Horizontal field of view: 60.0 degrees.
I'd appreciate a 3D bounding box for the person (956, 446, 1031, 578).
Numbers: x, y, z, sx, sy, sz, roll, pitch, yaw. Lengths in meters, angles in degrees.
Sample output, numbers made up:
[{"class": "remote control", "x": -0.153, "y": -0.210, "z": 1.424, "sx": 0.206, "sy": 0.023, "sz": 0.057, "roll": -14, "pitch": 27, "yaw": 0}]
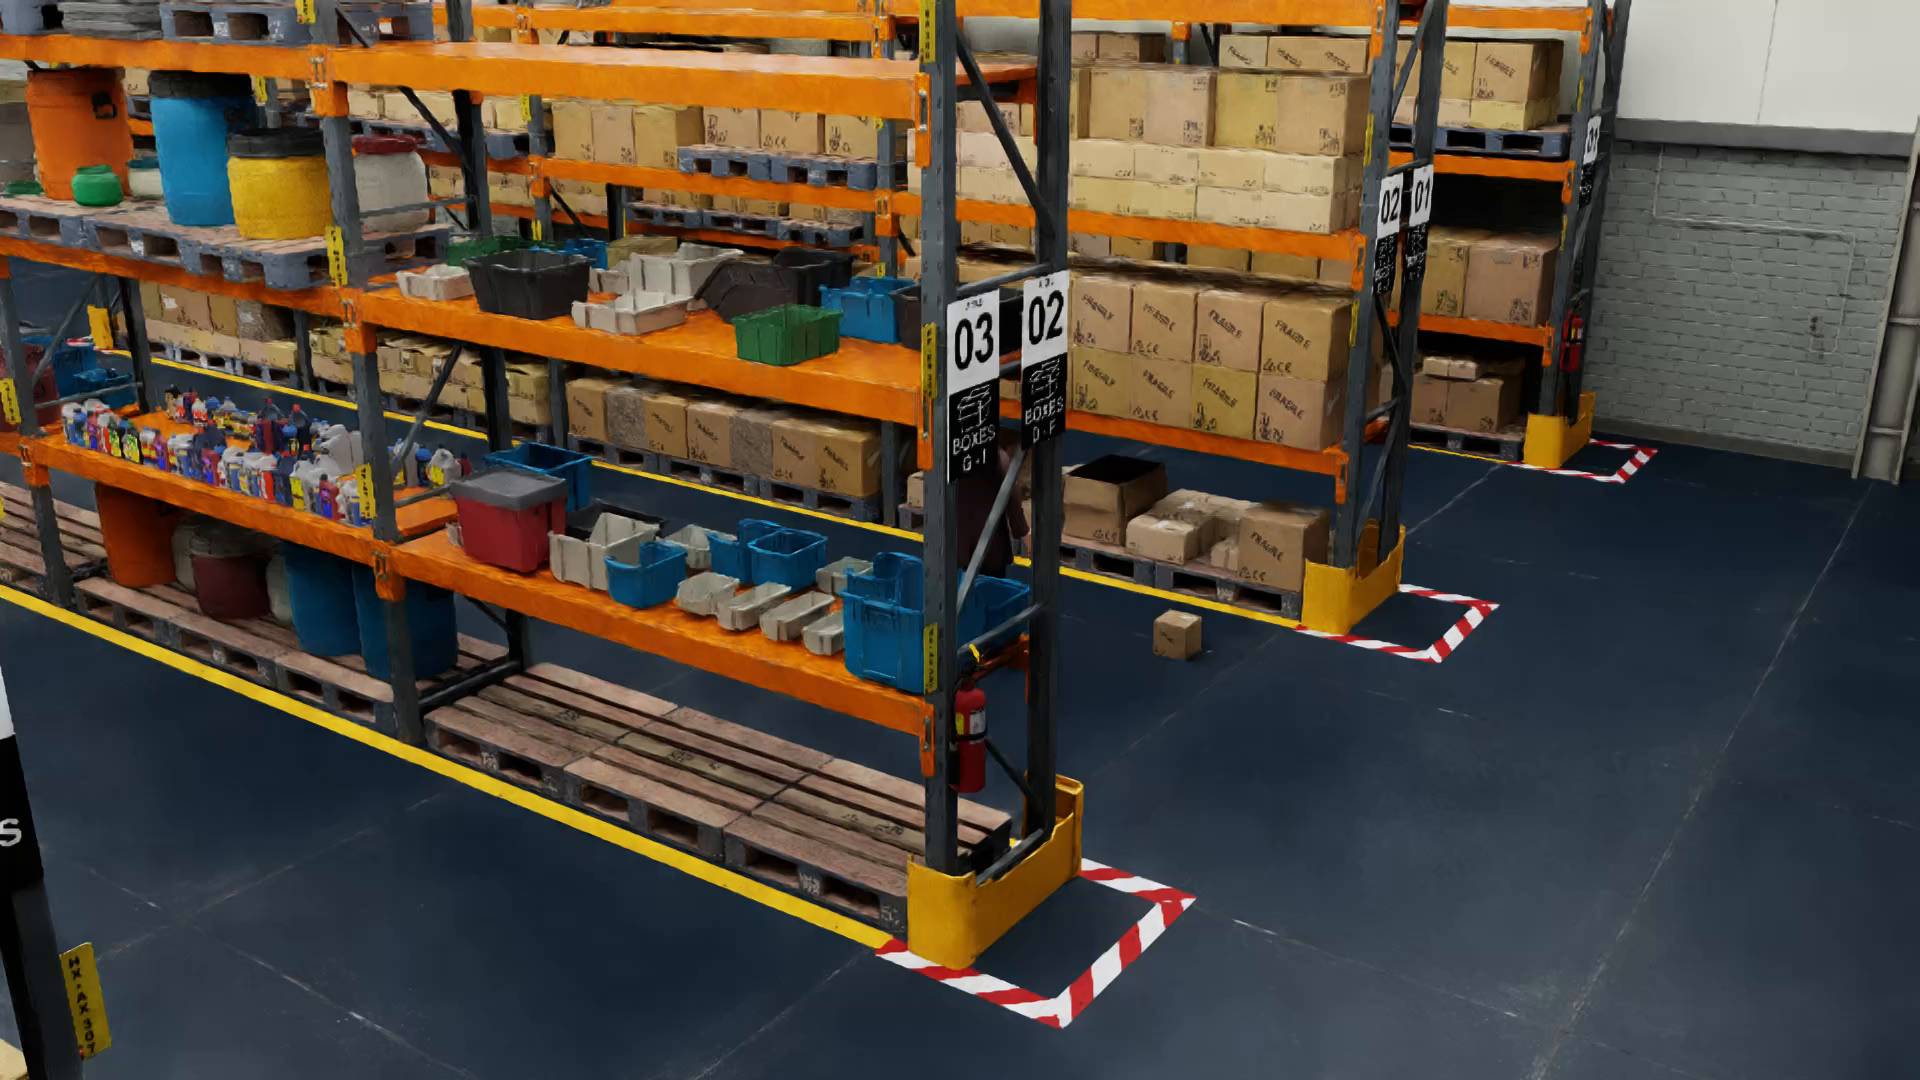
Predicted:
[{"class": "person", "x": 0.151, "y": -0.070, "z": 11.261, "sx": 0.749, "sy": 1.779, "sz": 0.640, "roll": 9, "pitch": 21, "yaw": 23}]
